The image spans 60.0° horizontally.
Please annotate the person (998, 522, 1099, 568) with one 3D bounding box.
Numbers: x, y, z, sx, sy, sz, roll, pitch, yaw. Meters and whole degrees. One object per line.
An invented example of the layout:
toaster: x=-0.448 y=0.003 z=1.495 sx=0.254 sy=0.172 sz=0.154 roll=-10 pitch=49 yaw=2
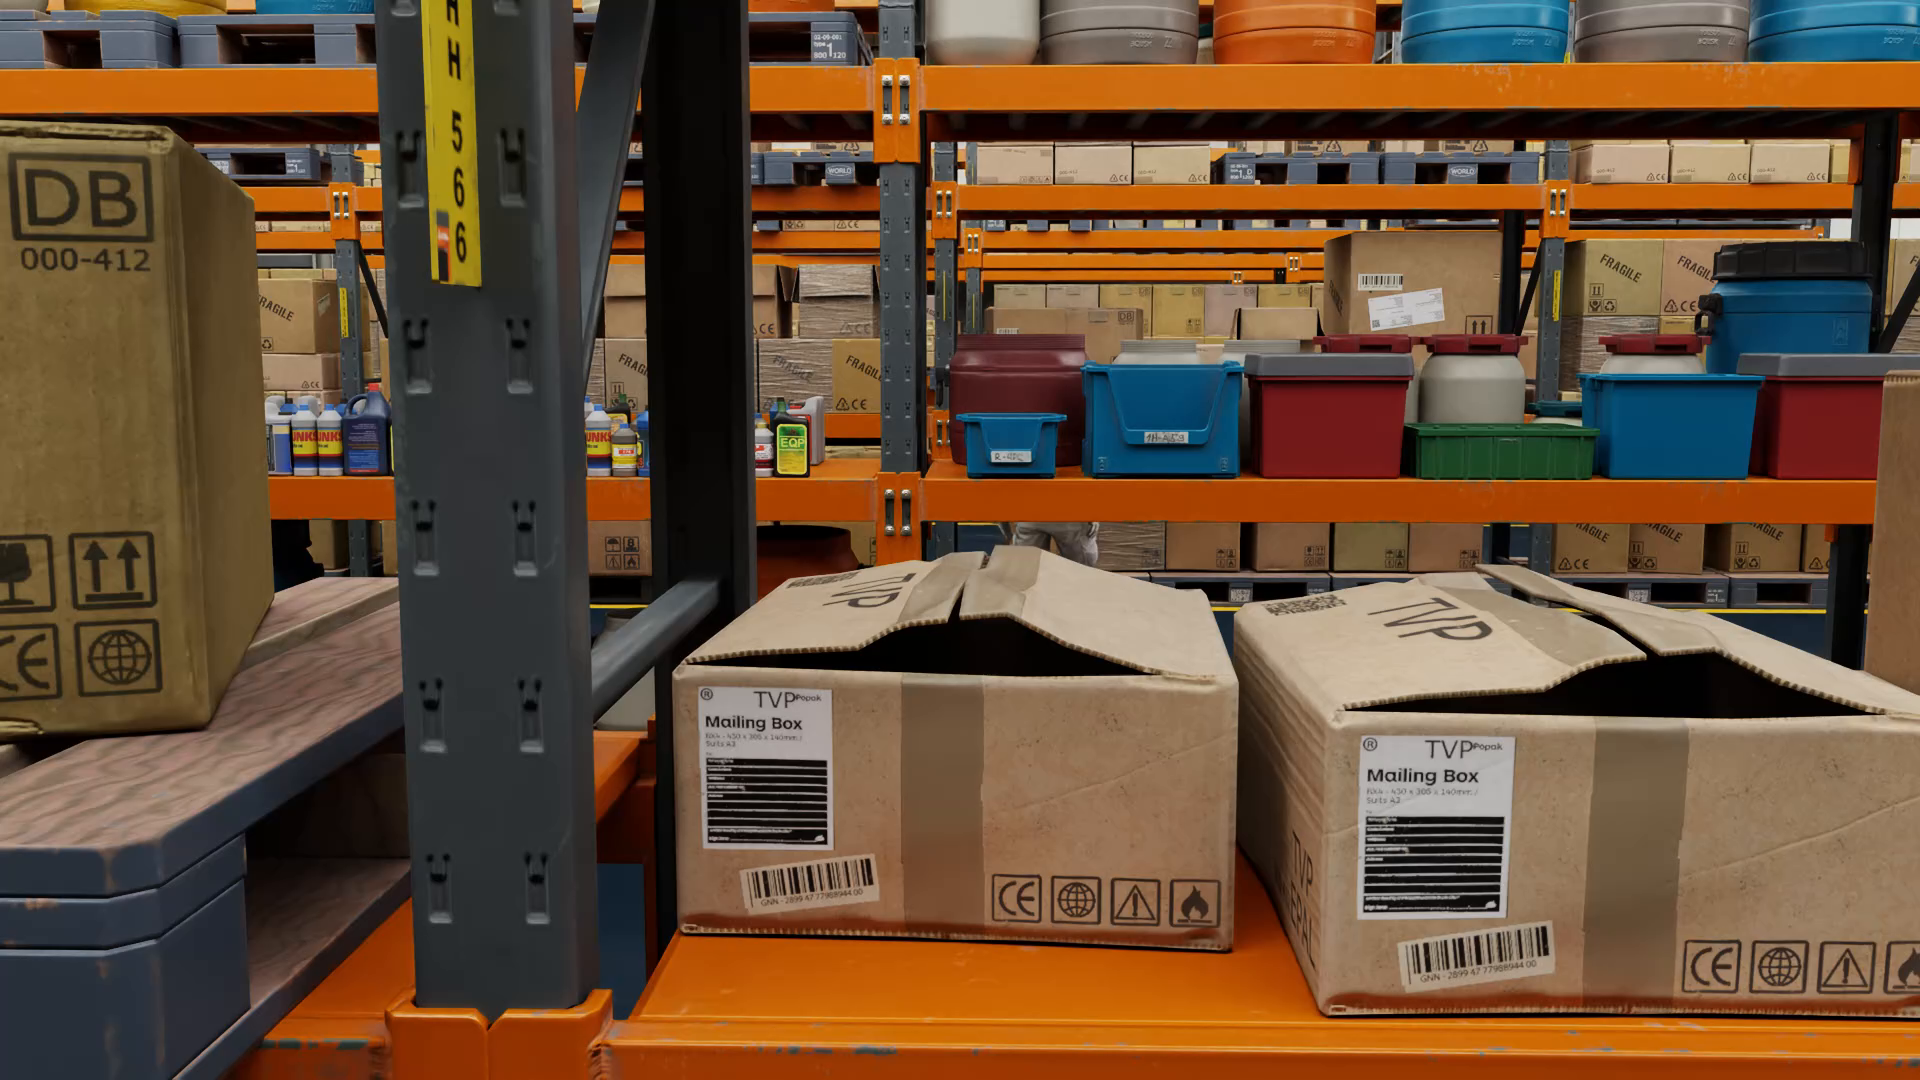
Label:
person: x=0.471 y=-0.136 z=8.796 sx=0.553 sy=1.821 sz=0.391 roll=2 pitch=8 yaw=19
